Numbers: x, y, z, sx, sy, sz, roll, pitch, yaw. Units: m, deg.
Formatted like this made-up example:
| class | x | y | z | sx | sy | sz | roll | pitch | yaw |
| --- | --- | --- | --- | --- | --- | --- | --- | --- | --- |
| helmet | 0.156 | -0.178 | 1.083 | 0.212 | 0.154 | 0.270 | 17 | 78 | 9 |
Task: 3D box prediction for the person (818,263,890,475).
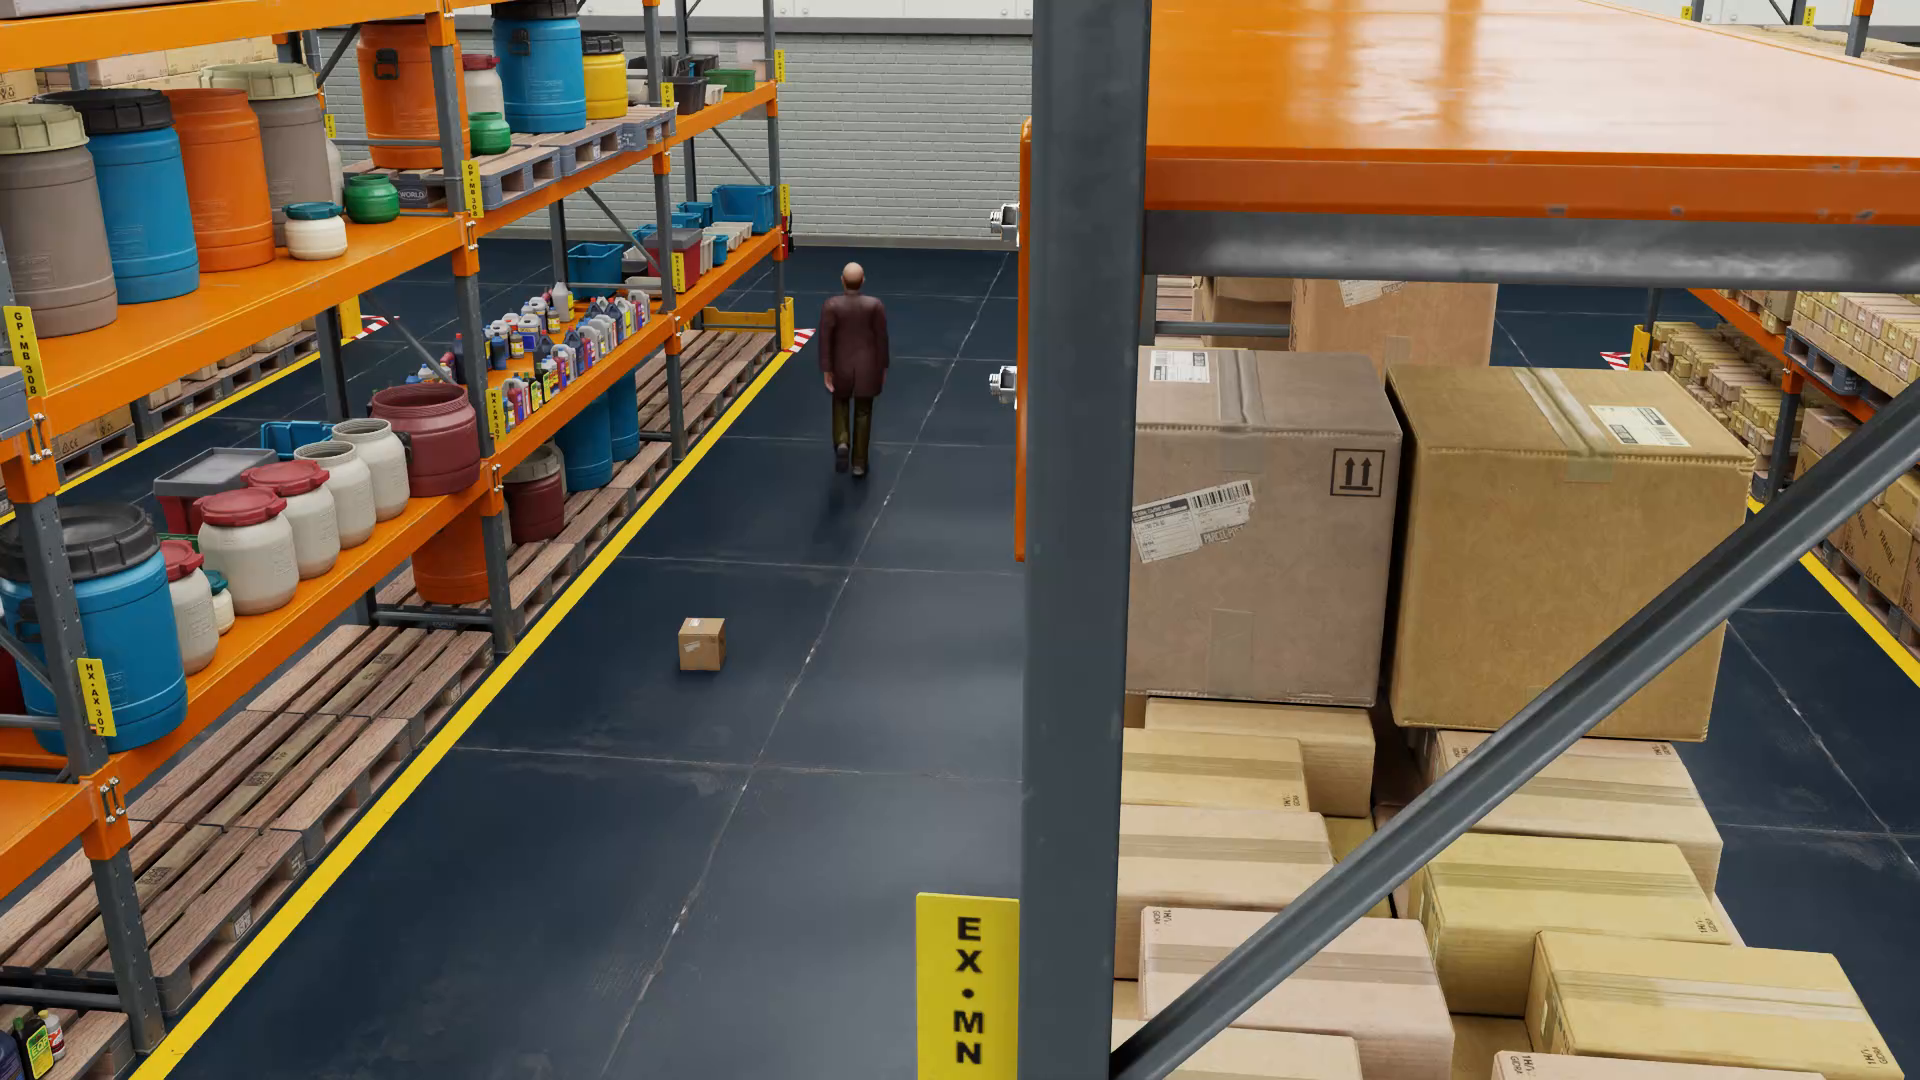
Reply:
| class | x | y | z | sx | sy | sz | roll | pitch | yaw |
| --- | --- | --- | --- | --- | --- | --- | --- | --- | --- |
| person | -0.870 | -1.425 | 13.812 | 0.570 | 1.796 | 0.477 | 1 | 21 | 1 |
